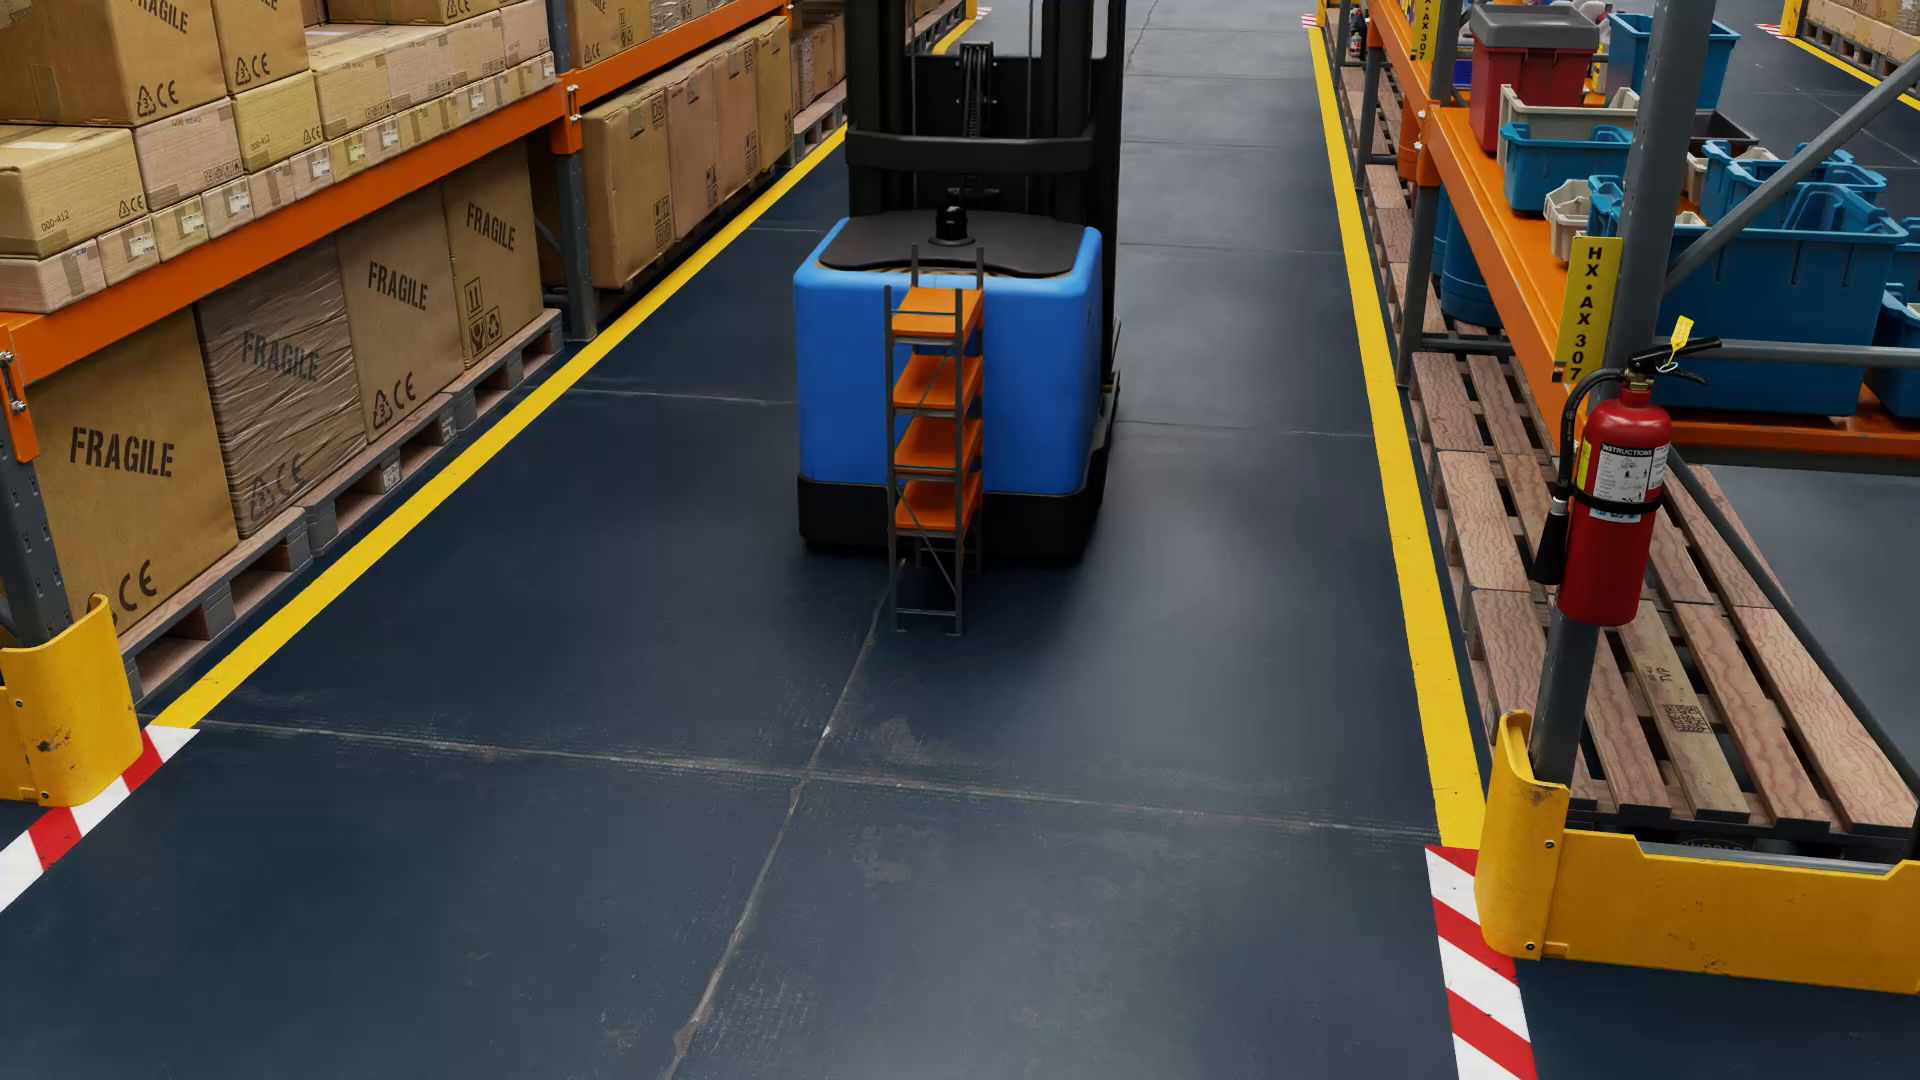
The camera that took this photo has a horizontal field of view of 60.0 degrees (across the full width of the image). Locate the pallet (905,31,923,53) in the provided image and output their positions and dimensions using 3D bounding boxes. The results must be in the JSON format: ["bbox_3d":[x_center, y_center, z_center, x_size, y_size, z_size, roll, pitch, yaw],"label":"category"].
[{"bbox_3d":[-0.963,-4.766,16.183,1.003,0.211,1.213,4,25,9],"label":"pallet"}]

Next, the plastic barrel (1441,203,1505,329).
[{"bbox_3d":[2.647,-1.523,7.945,0.600,0.901,0.708,4,25,9],"label":"plastic barrel"}]

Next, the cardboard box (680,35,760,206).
[{"bbox_3d":[-1.978,-2.641,10.365,1.225,0.875,0.875,4,25,9],"label":"cardboard box"}]

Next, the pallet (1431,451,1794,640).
[{"bbox_3d":[2.262,0.028,5.940,1.003,0.211,1.213,4,25,9],"label":"pallet"}]

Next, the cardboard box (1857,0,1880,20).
[{"bbox_3d":[8.833,-5.179,15.640,0.500,0.500,0.500,4,25,9],"label":"cardboard box"}]

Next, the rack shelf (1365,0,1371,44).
[{"bbox_3d":[3.522,-4.240,12.619,1.077,0.370,4.000,4,25,9],"label":"rack shelf"}]

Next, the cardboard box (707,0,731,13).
[{"bbox_3d":[-1.697,-3.469,10.004,0.500,0.500,0.500,3,25,7],"label":"cardboard box"}]

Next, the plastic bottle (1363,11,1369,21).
[{"bbox_3d":[3.859,-4.880,15.822,0.061,0.283,0.133,4,25,9],"label":"plastic bottle"}]

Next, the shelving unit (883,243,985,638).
[{"bbox_3d":[-0.078,-0.330,5.539,0.258,1.200,0.503,4,25,7],"label":"shelving unit"}]

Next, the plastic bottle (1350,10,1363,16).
[{"bbox_3d":[3.784,-4.940,15.960,0.152,0.276,0.135,4,25,9],"label":"plastic bottle"}]

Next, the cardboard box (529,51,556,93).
[{"bbox_3d":[-2.072,-2.136,7.571,0.380,0.149,0.250,4,25,9],"label":"cardboard box"}]

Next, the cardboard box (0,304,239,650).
[{"bbox_3d":[-2.973,-0.228,5.209,0.875,0.875,0.875,4,25,9],"label":"cardboard box"}]

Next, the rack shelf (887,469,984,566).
[{"bbox_3d":[-0.078,-0.089,5.651,0.258,0.148,0.480,4,25,7],"label":"rack shelf"}]

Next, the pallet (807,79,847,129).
[{"bbox_3d":[-1.361,-3.645,13.788,1.003,0.211,1.213,4,25,9],"label":"pallet"}]

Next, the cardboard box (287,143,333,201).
[{"bbox_3d":[-2.408,-1.276,5.735,0.380,0.149,0.250,4,25,8],"label":"cardboard box"}]

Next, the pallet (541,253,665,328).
[{"bbox_3d":[-2.294,-1.465,9.130,1.003,0.211,1.213,4,25,9],"label":"pallet"}]

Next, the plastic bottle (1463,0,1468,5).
[{"bbox_3d":[2.615,-2.702,8.635,0.097,0.271,0.097,0,25,0],"label":"plastic bottle"}]

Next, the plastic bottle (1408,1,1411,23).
[{"bbox_3d":[2.608,-3.079,9.442,0.097,0.271,0.097,0,25,0],"label":"plastic bottle"}]

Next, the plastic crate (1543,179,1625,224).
[{"bbox_3d":[1.955,-1.008,5.106,0.298,0.136,0.250,4,25,9],"label":"plastic crate"}]

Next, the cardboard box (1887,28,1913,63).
[{"bbox_3d":[8.686,-4.420,14.903,0.500,0.250,0.500,4,25,9],"label":"cardboard box"}]

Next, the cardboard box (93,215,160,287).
[{"bbox_3d":[-2.575,-0.846,4.815,0.380,0.149,0.250,4,25,8],"label":"cardboard box"}]

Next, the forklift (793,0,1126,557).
[{"bbox_3d":[0.130,-1.861,6.768,1.130,2.935,3.031,4,25,7],"label":"forklift"}]

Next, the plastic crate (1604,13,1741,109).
[{"bbox_3d":[2.801,-1.858,6.628,0.392,0.384,0.575,4,25,9],"label":"plastic crate"}]

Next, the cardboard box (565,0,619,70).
[{"bbox_3d":[-2.023,-2.620,8.191,0.500,0.500,0.500,4,25,9],"label":"cardboard box"}]

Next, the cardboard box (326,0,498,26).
[{"bbox_3d":[-2.243,-2.386,6.751,0.500,0.500,0.500,4,25,9],"label":"cardboard box"}]

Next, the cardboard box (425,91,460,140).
[{"bbox_3d":[-2.240,-1.705,6.651,0.380,0.149,0.250,4,25,10],"label":"cardboard box"}]

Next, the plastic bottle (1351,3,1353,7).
[{"bbox_3d":[3.898,-5.302,16.739,0.097,0.271,0.097,0,25,0],"label":"plastic bottle"}]

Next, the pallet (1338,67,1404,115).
[{"bbox_3d":[3.758,-3.808,14.137,1.003,0.211,1.213,4,25,9],"label":"pallet"}]

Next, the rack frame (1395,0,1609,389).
[{"bbox_3d":[2.541,-2.056,7.105,1.000,3.000,0.127,4,25,9],"label":"rack frame"}]

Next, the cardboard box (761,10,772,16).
[{"bbox_3d":[-1.612,-3.762,12.293,0.500,0.250,0.500,5,26,11],"label":"cardboard box"}]

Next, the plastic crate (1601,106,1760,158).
[{"bbox_3d":[2.623,-1.472,6.111,0.437,0.125,0.590,4,25,9],"label":"plastic crate"}]

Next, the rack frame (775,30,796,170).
[{"bbox_3d":[-1.692,-4.073,11.412,1.000,3.000,0.127,4,25,9],"label":"rack frame"}]

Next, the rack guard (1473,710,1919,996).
[{"bbox_3d":[1.896,0.760,4.038,1.175,0.500,0.348,4,25,9],"label":"rack guard"}]

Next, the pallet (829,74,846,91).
[{"bbox_3d":[-1.164,-4.157,14.882,1.003,0.211,1.213,4,25,9],"label":"pallet"}]

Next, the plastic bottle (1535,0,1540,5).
[{"bbox_3d":[3.190,-2.932,9.114,0.061,0.283,0.133,4,25,9],"label":"plastic bottle"}]

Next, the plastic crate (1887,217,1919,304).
[{"bbox_3d":[2.360,-0.691,4.314,0.416,0.233,0.300,4,25,9],"label":"plastic crate"}]

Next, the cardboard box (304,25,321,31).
[{"bbox_3d":[-2.846,-1.863,6.519,0.500,0.250,0.500,5,25,10],"label":"cardboard box"}]

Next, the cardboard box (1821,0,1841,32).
[{"bbox_3d":[9.003,-5.257,16.691,0.500,0.250,0.500,4,25,9],"label":"cardboard box"}]

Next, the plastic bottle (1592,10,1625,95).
[{"bbox_3d":[2.925,-2.176,7.418,0.144,0.351,0.185,4,25,9],"label":"plastic bottle"}]

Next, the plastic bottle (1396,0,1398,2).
[{"bbox_3d":[2.759,-3.466,10.268,0.097,0.271,0.097,0,25,0],"label":"plastic bottle"}]

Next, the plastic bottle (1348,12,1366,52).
[{"bbox_3d":[3.669,-4.691,15.340,0.144,0.351,0.185,3,25,7],"label":"plastic bottle"}]

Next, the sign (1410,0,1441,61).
[{"bbox_3d":[1.999,-2.221,7.130,0.100,0.325,0.005,4,25,9],"label":"sign"}]

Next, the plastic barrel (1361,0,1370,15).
[{"bbox_3d":[4.388,-5.649,17.218,0.421,0.512,0.421,0,25,0],"label":"plastic barrel"}]

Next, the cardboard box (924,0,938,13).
[{"bbox_3d":[-0.567,-5.964,17.907,0.500,0.500,0.500,11,27,22],"label":"cardboard box"}]

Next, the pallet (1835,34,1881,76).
[{"bbox_3d":[9.103,-4.636,15.906,1.003,0.211,1.213,4,25,9],"label":"pallet"}]

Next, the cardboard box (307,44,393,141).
[{"bbox_3d":[-2.410,-1.622,6.003,0.500,0.250,0.500,4,25,7],"label":"cardboard box"}]

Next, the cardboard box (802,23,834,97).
[{"bbox_3d":[-1.438,-3.892,13.456,0.700,0.500,0.500,6,26,13],"label":"cardboard box"}]

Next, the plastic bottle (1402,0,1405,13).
[{"bbox_3d":[2.663,-3.272,9.839,0.061,0.283,0.133,4,25,9],"label":"plastic bottle"}]

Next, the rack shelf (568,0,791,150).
[{"bbox_3d":[-2.018,-2.910,9.778,1.077,0.370,4.000,4,25,9],"label":"rack shelf"}]
